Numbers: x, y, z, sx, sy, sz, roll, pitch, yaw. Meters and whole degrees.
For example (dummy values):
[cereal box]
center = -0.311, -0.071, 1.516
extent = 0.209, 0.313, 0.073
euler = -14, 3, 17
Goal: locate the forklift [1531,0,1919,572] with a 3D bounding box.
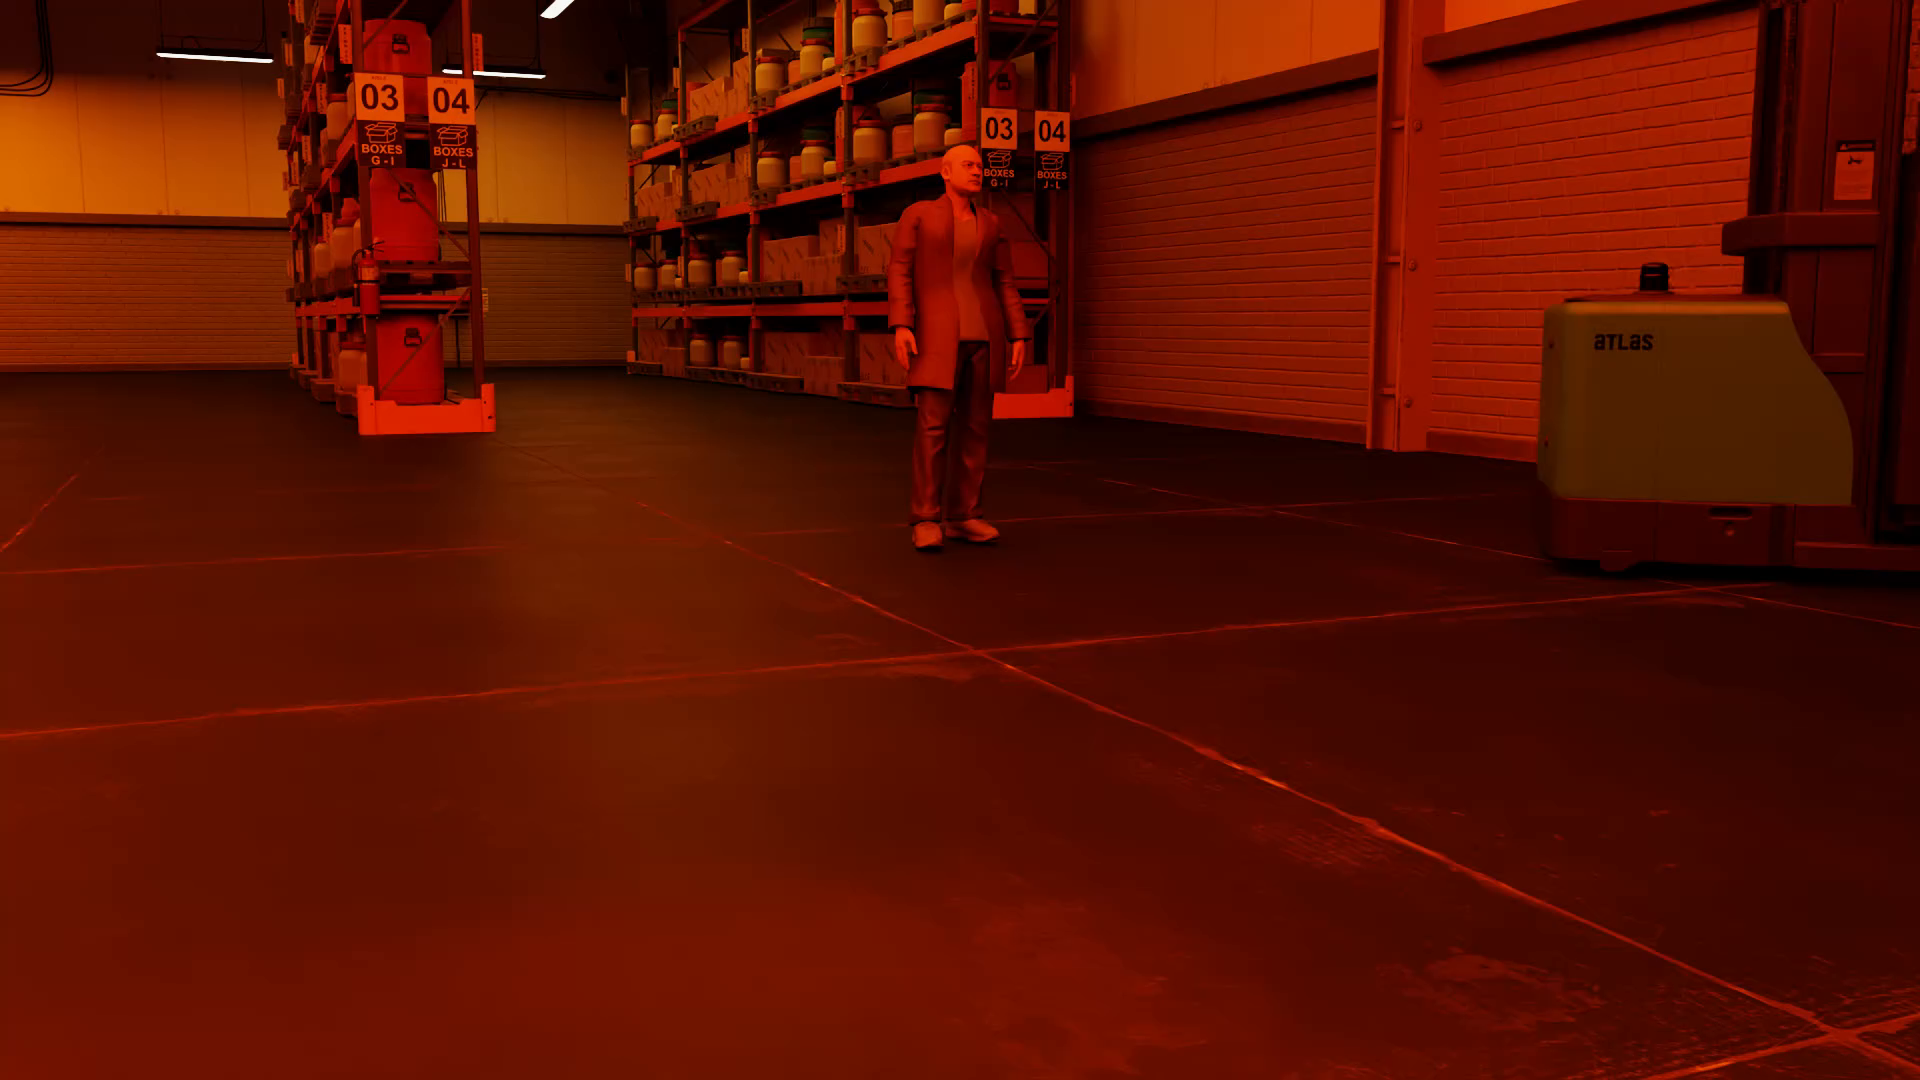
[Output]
[forklift]
center = 3.921, -1.325, 6.489
extent = 3.031, 2.935, 1.130
euler = 2, 8, 14

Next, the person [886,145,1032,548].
[person]
center = 0.032, -0.877, 7.452
extent = 0.696, 1.775, 0.582
euler = -3, 8, -23
